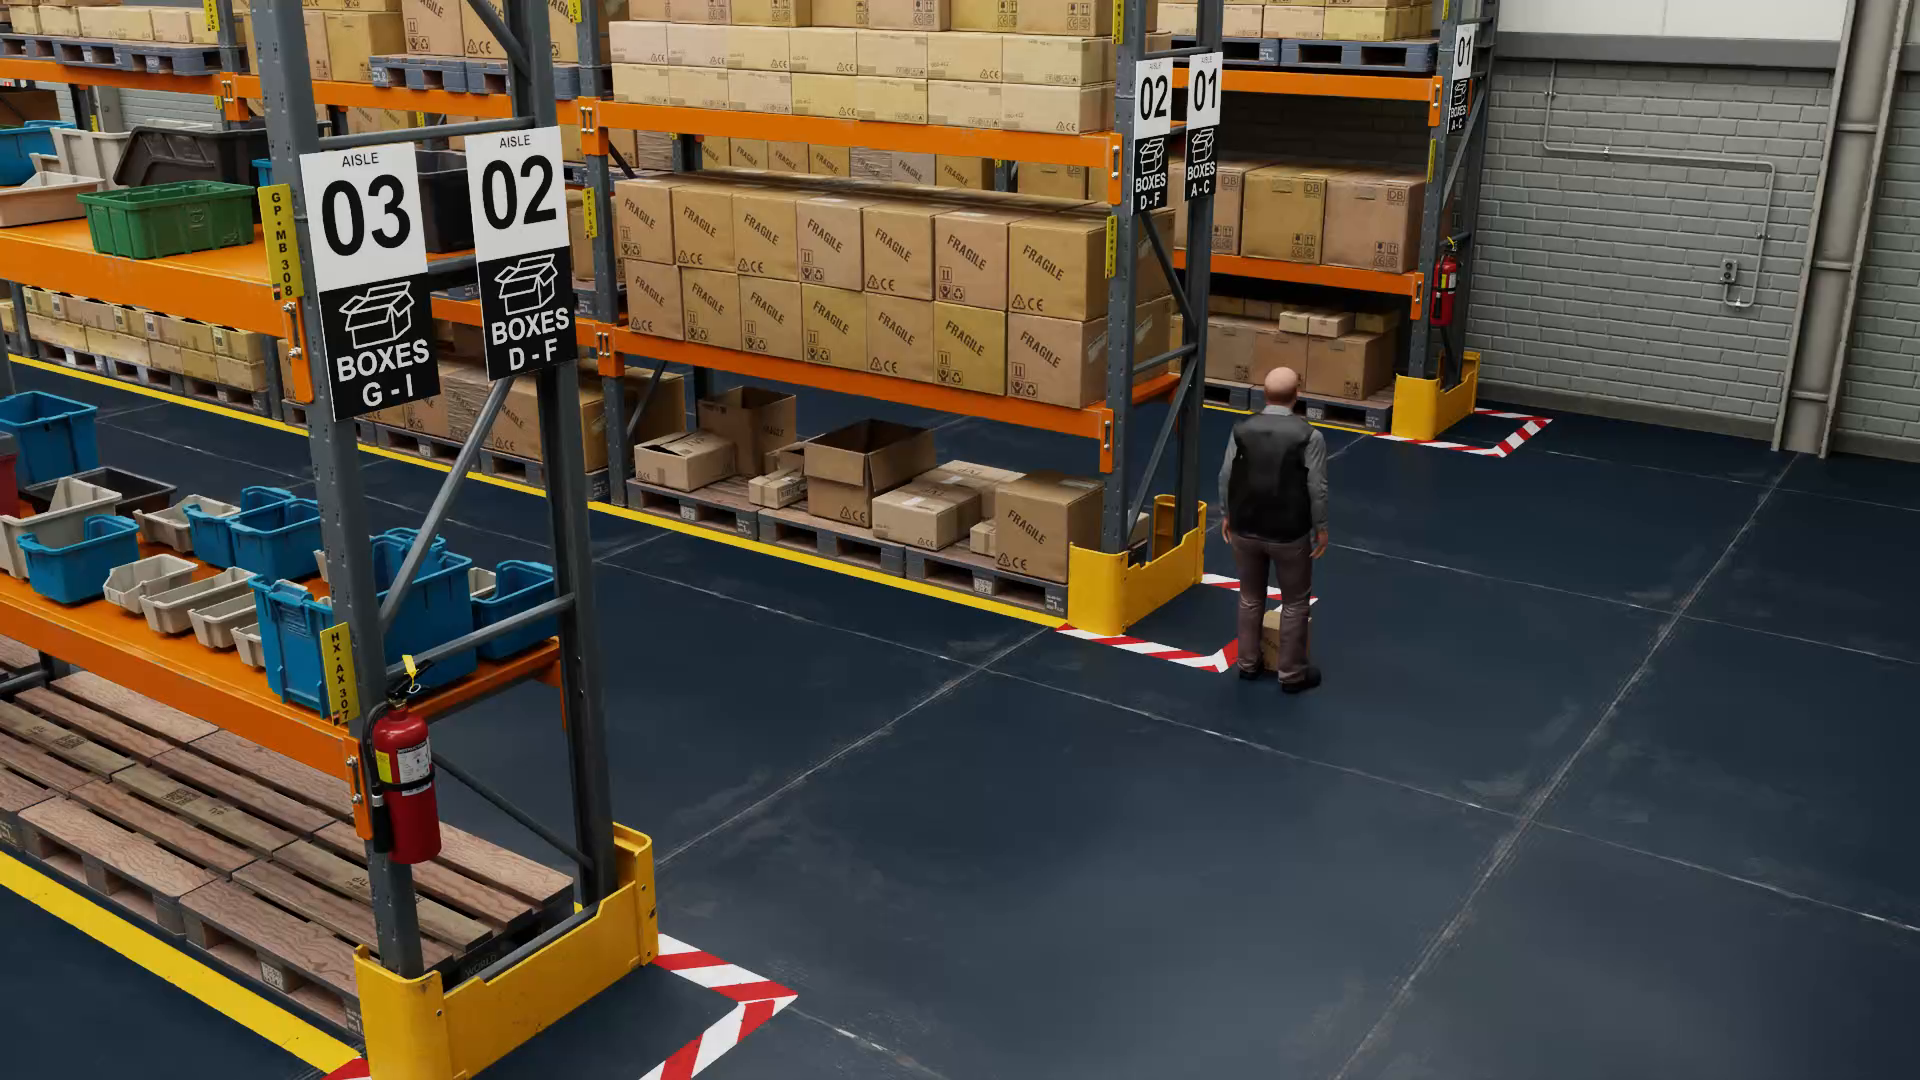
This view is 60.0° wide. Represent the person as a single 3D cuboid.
[{"bbox_3d":[1.647,-0.055,8.759,0.590,1.722,0.465,11,22,28],"label":"person"}]
